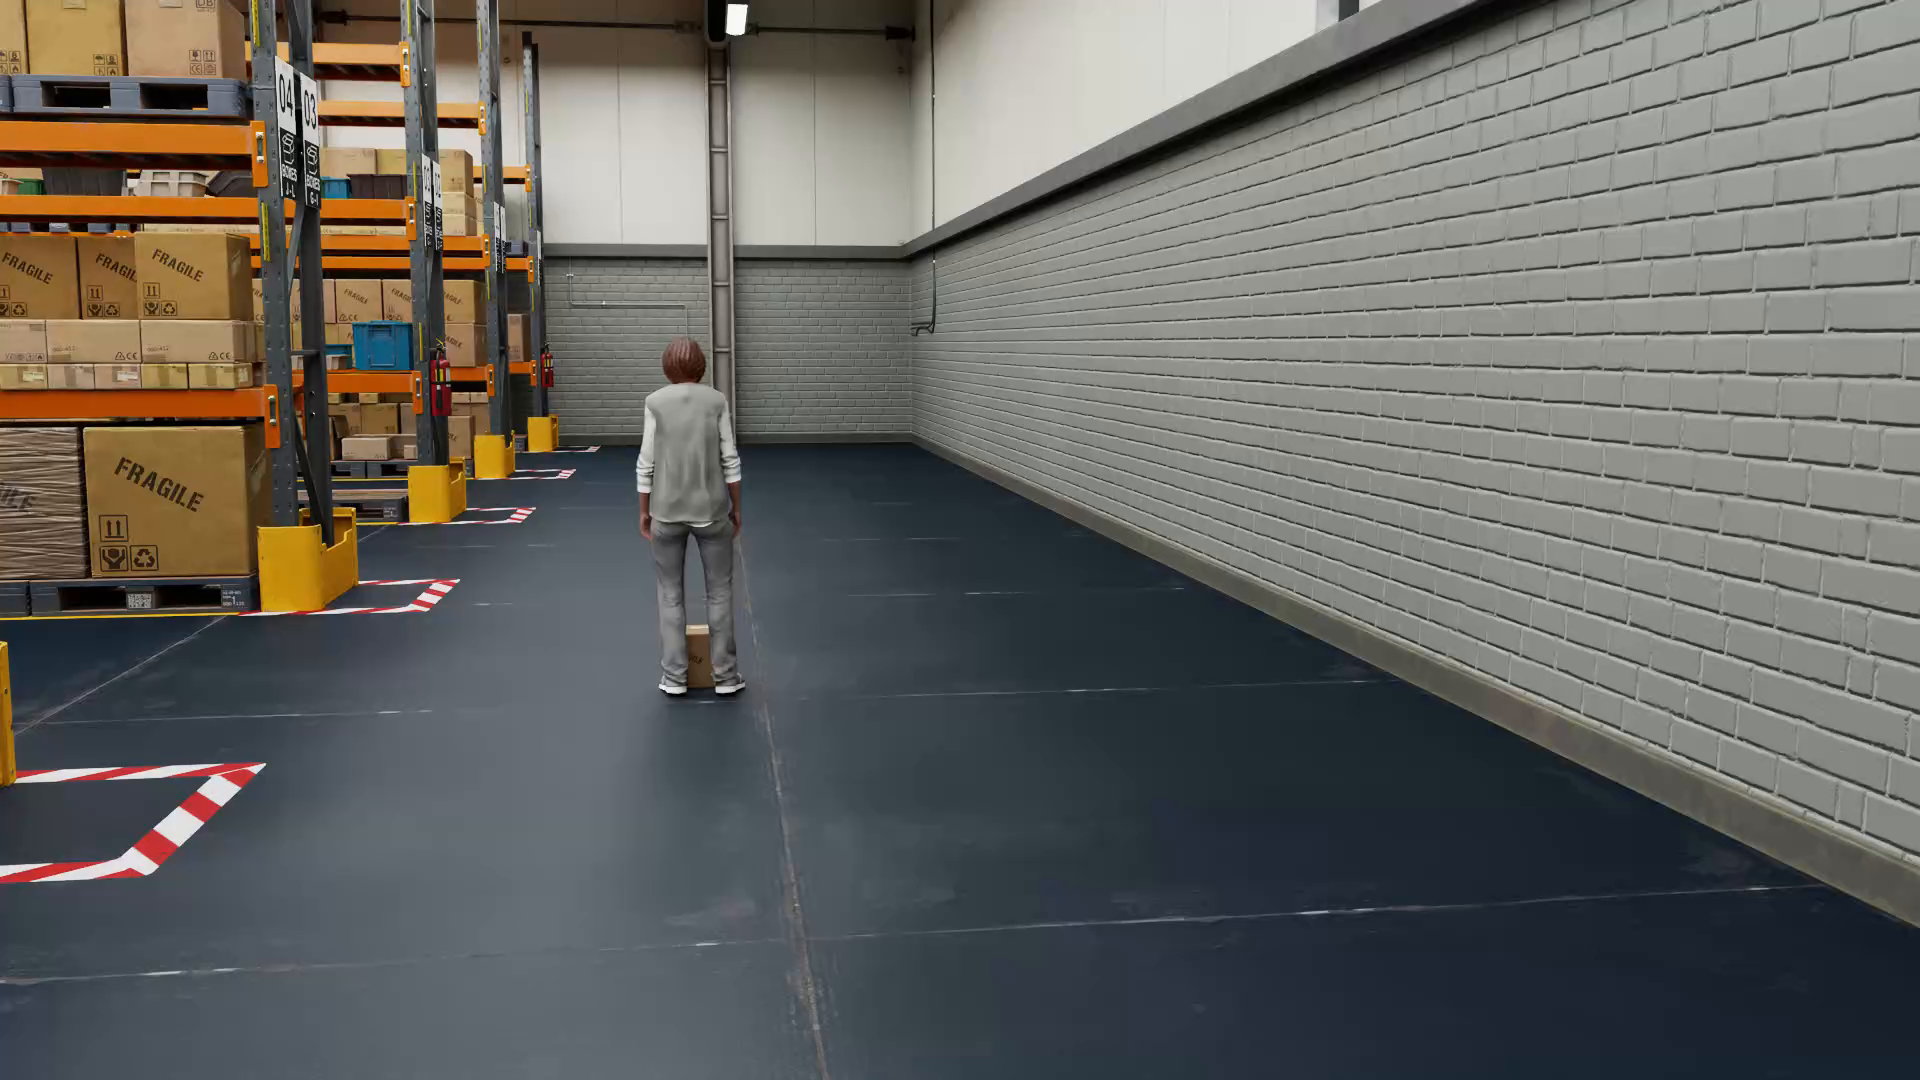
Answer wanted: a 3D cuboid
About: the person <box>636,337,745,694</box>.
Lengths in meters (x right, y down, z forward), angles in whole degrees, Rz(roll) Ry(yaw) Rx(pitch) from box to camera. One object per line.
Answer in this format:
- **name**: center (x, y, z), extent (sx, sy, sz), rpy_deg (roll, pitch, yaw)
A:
- **person**: center (-1.200, -0.046, 7.404), extent (0.461, 1.479, 0.364), rpy_deg (-1, 7, -8)
